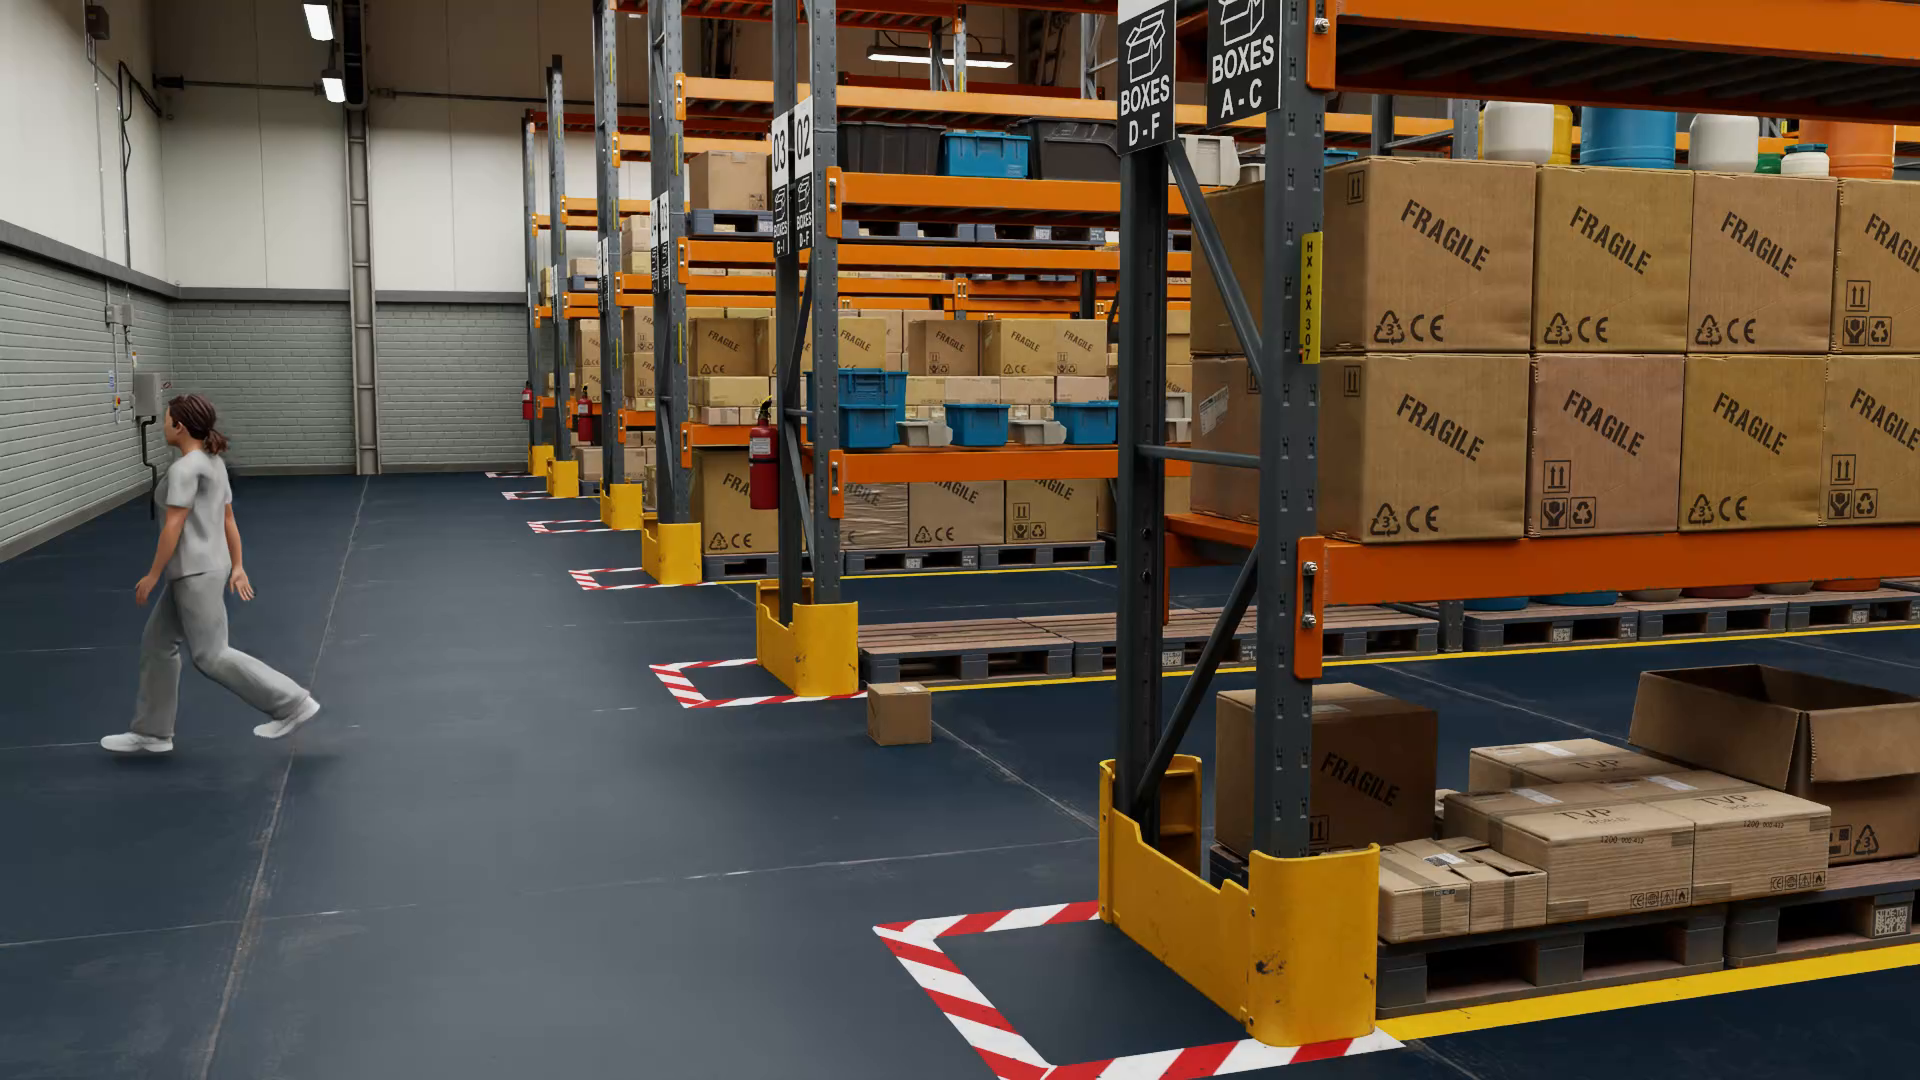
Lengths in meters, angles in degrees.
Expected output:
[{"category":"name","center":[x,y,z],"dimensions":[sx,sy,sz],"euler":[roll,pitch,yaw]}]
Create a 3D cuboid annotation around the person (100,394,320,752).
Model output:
[{"category":"person","center":[-3.419,0.154,7.531],"dimensions":[0.975,1.628,0.459],"euler":[-1,6,-10]}]
